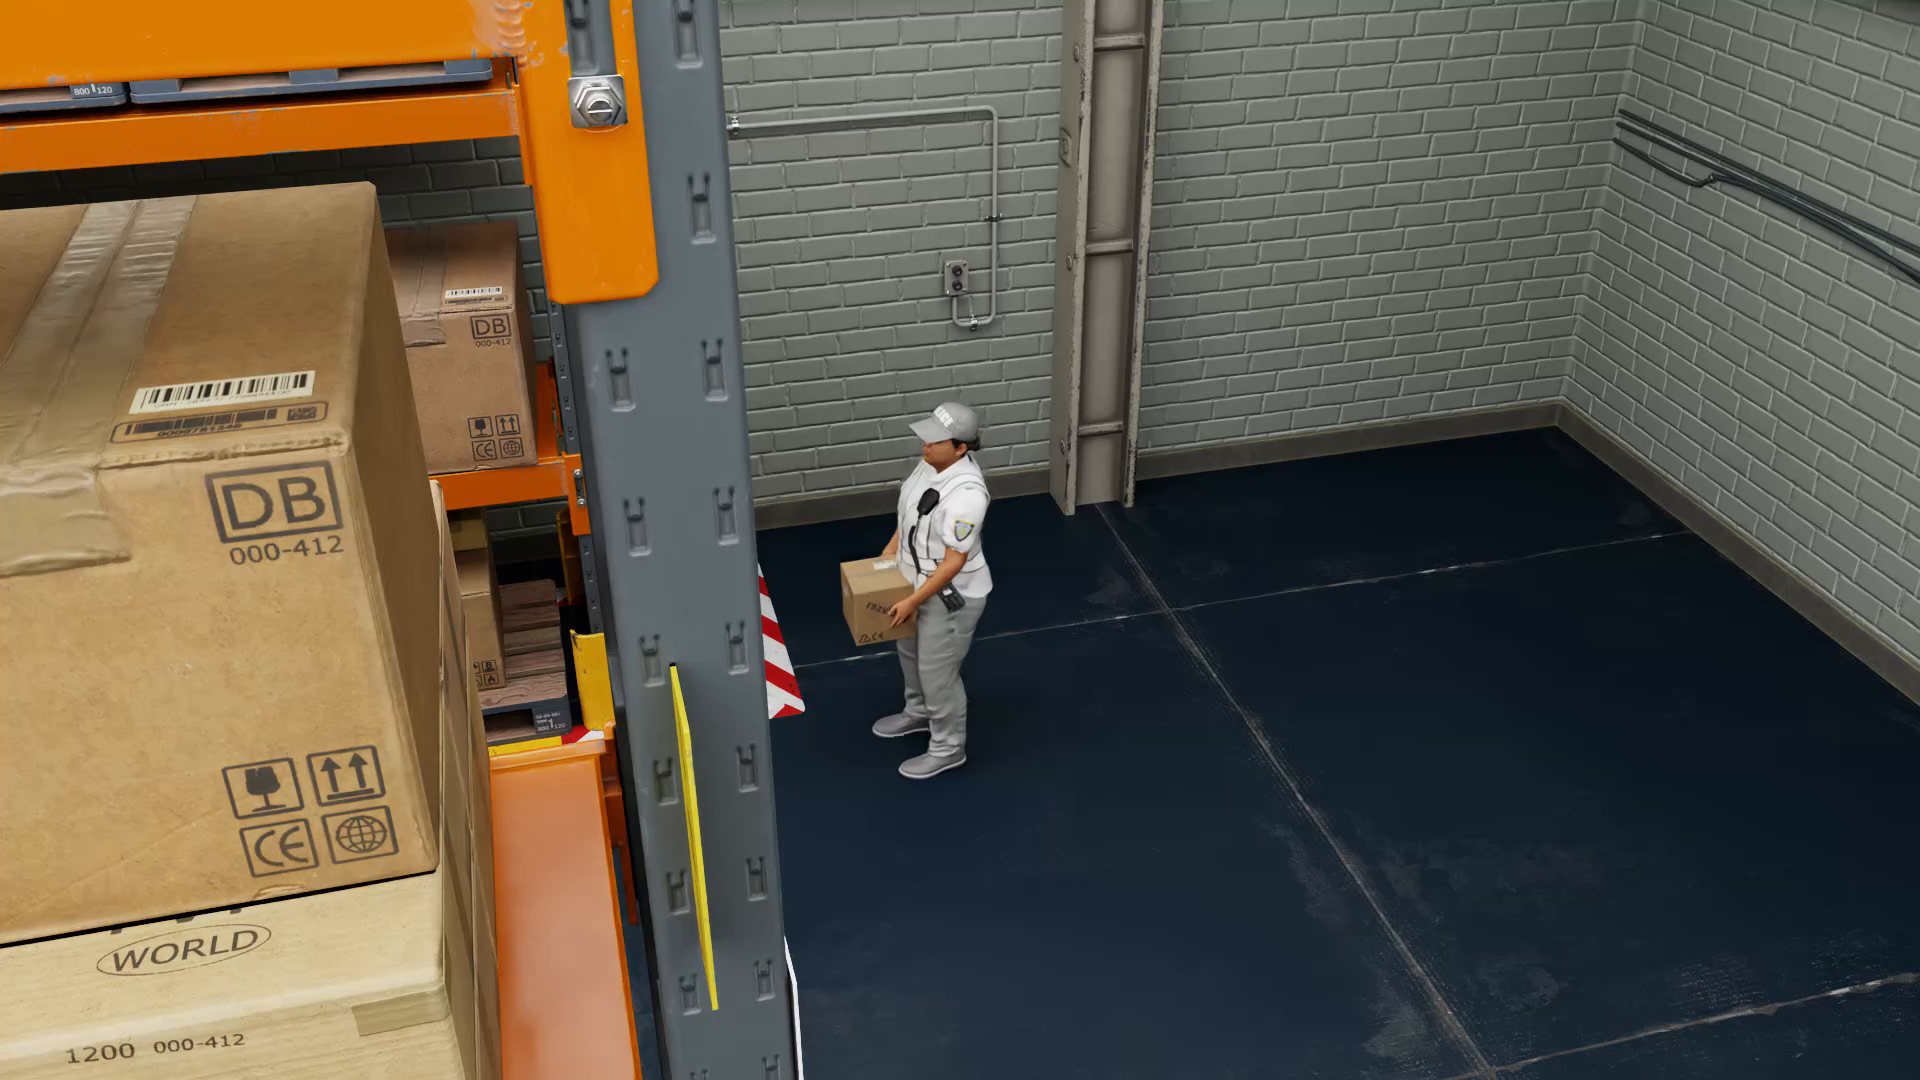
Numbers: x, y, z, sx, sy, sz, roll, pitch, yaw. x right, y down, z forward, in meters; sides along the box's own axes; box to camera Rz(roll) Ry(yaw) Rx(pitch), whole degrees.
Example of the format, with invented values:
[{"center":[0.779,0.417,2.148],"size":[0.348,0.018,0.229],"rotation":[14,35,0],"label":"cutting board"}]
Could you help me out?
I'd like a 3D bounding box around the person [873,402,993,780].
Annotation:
[{"center":[-0.121,0.201,6.782],"size":[0.466,1.670,0.528],"rotation":[-9,32,-15],"label":"person"}]
